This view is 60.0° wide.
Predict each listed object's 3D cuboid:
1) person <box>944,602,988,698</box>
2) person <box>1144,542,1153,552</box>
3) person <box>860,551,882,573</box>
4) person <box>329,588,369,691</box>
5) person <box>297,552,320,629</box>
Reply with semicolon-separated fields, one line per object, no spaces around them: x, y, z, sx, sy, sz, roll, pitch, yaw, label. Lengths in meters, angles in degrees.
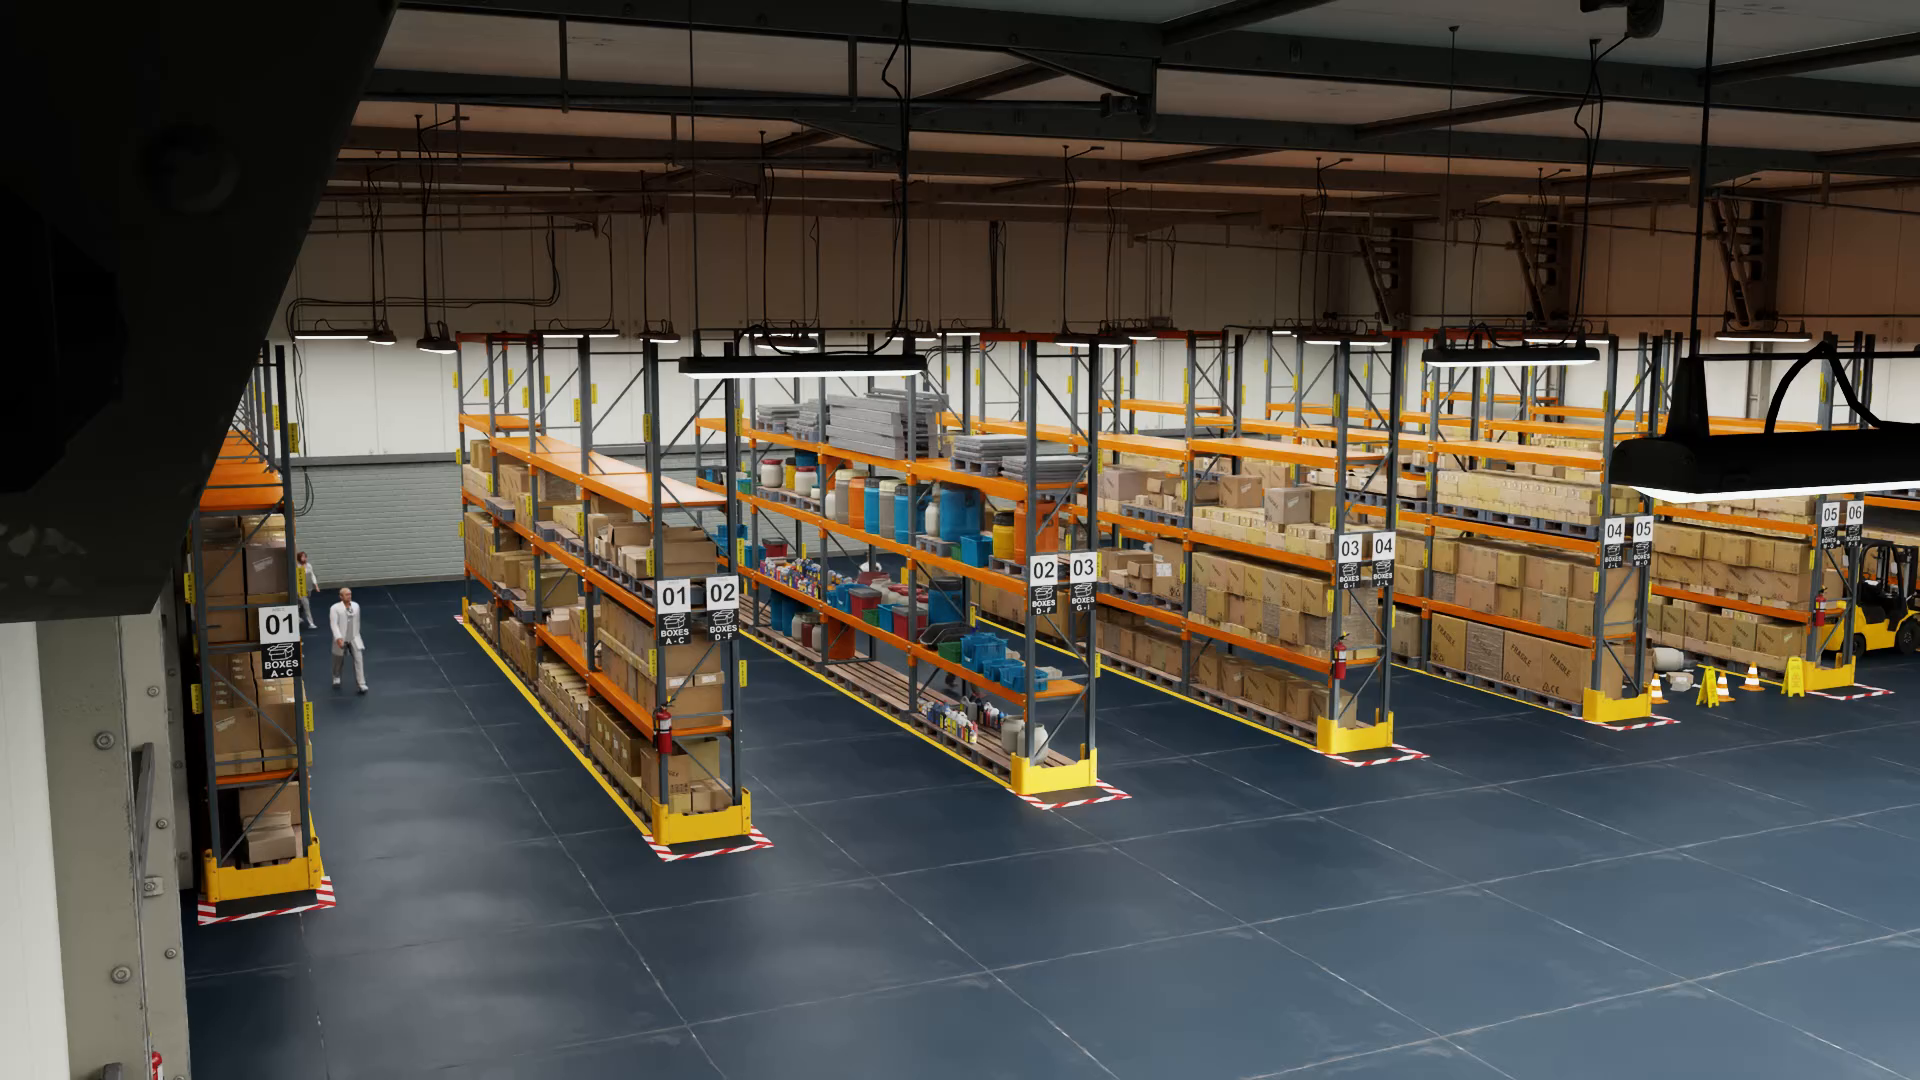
0.102;1.787;27.801;1.079;1.575;0.447;6;10;40;person
4.913;-0.174;42.229;1.002;1.627;0.422;-3;8;-21;person
-1.814;0.985;33.572;0.487;1.635;0.871;-4;9;-27;person
-10.372;1.669;28.121;0.541;1.727;1.144;-5;9;-34;person
-13.337;1.009;33.822;0.974;1.508;0.452;6;10;39;person
